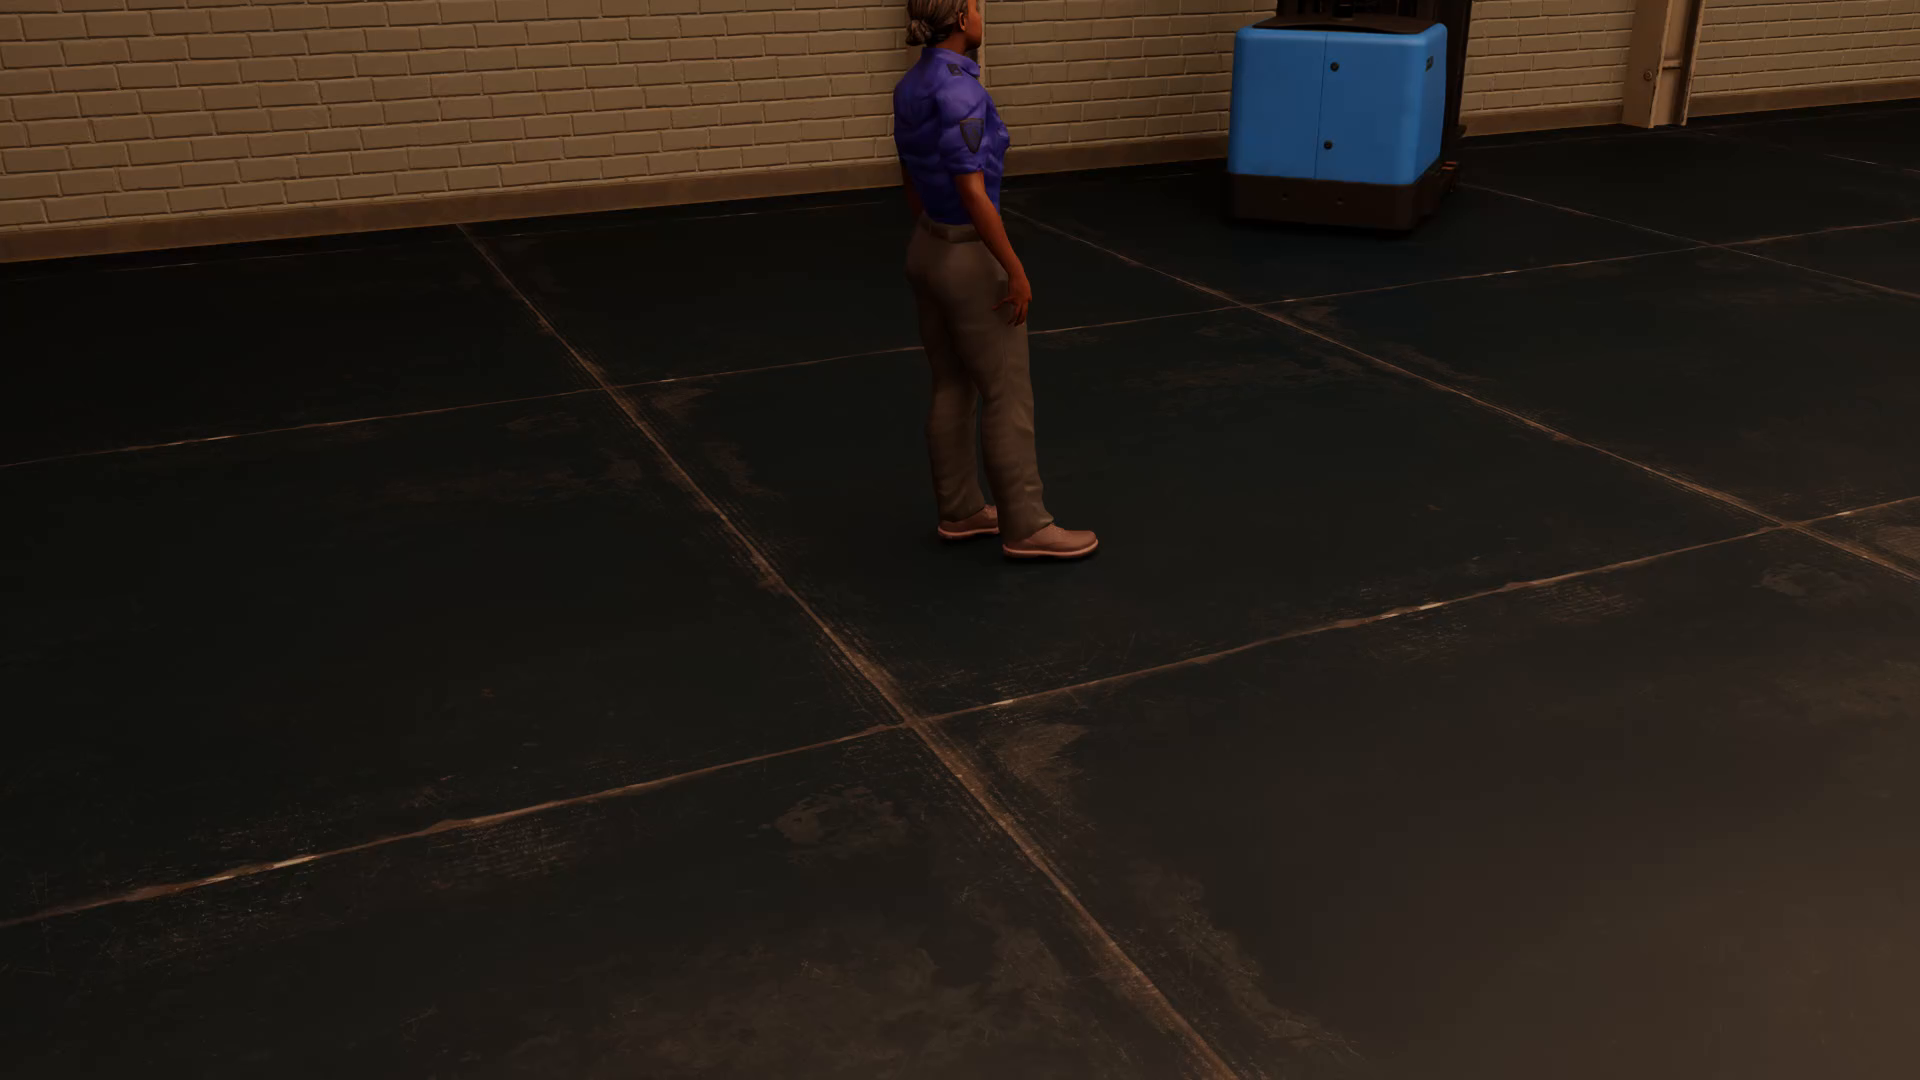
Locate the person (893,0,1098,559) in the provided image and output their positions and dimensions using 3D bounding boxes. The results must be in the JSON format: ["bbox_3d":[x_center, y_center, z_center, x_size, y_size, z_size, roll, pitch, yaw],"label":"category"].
[{"bbox_3d":[0.088,-0.778,4.804,0.503,1.656,0.569,-10,25,-23],"label":"person"}]

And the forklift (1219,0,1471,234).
[{"bbox_3d":[2.484,-3.529,9.780,1.130,2.935,3.031,9,24,21],"label":"forklift"}]
